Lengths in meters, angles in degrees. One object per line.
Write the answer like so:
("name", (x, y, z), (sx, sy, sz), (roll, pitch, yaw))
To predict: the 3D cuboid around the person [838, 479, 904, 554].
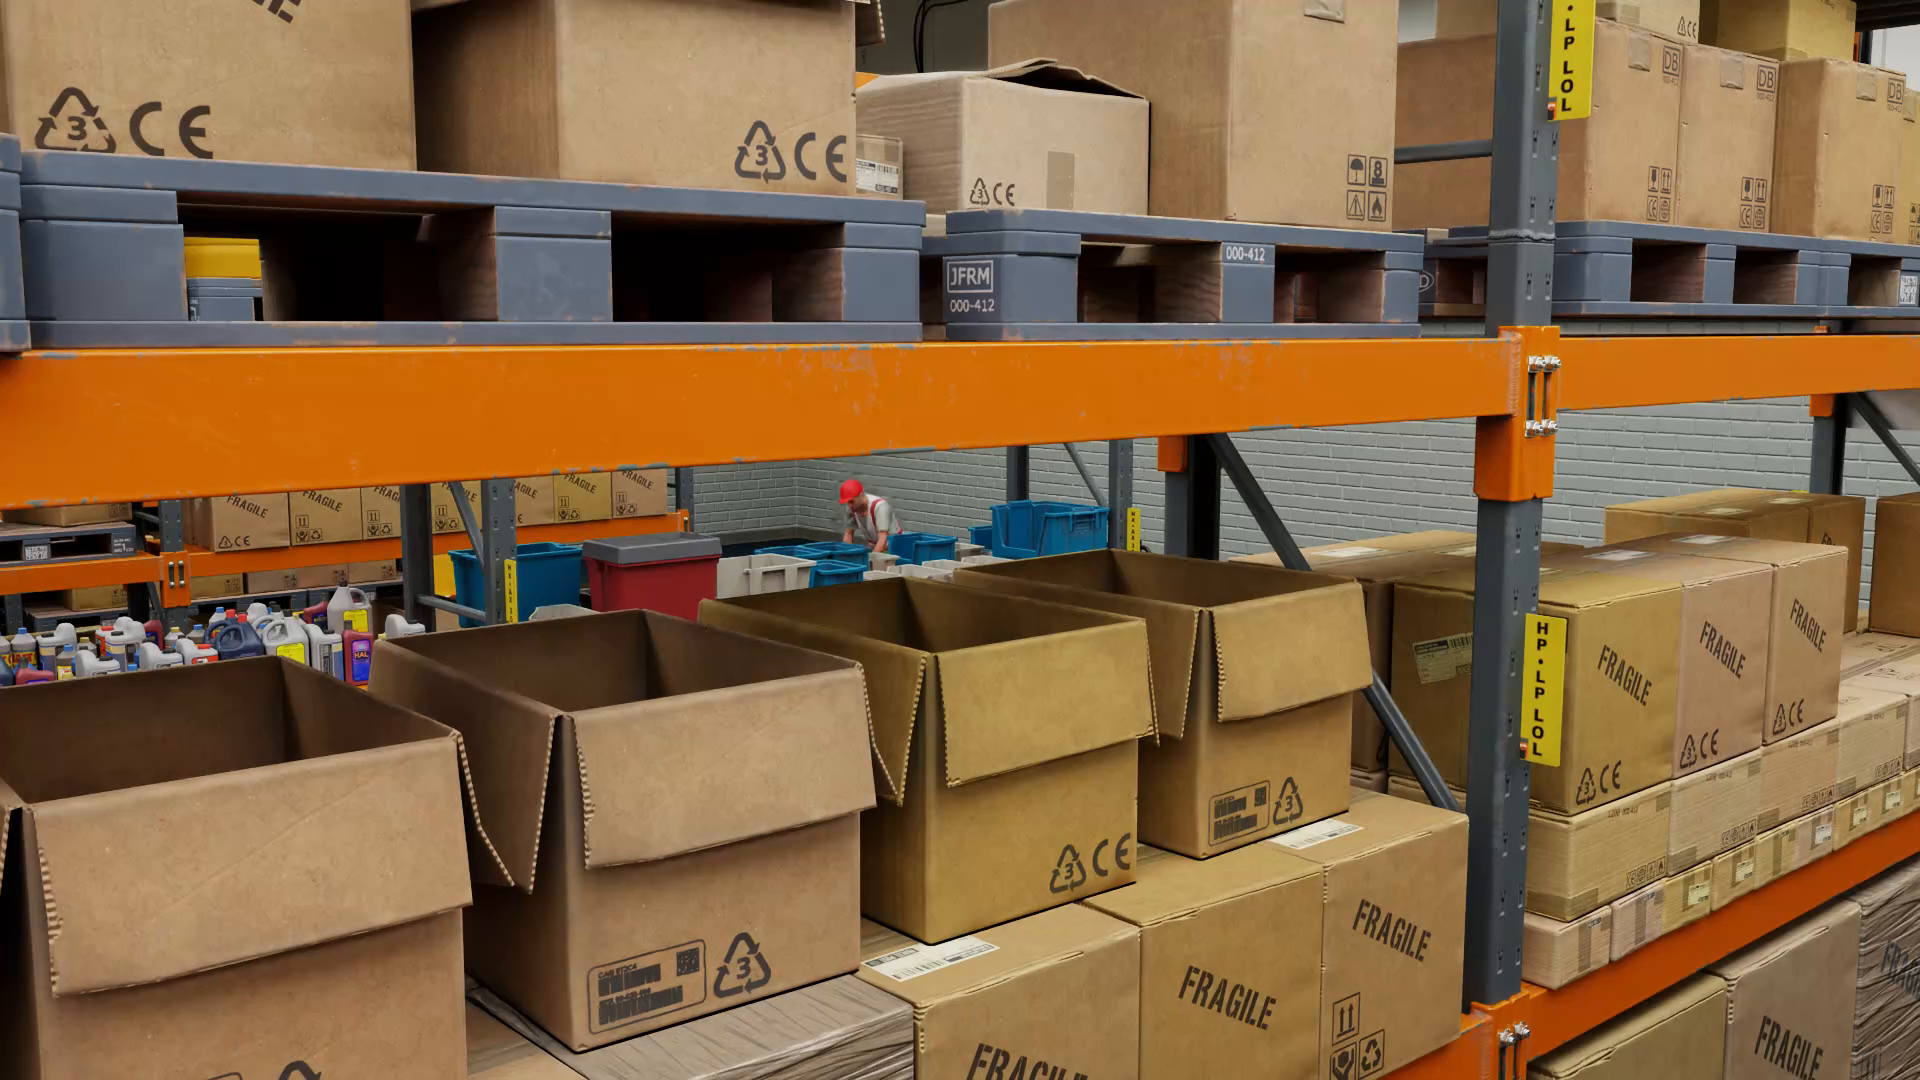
("person", (-0.813, 0.143, 15.439), (0.750, 1.442, 0.583), (-6, 10, -41))
